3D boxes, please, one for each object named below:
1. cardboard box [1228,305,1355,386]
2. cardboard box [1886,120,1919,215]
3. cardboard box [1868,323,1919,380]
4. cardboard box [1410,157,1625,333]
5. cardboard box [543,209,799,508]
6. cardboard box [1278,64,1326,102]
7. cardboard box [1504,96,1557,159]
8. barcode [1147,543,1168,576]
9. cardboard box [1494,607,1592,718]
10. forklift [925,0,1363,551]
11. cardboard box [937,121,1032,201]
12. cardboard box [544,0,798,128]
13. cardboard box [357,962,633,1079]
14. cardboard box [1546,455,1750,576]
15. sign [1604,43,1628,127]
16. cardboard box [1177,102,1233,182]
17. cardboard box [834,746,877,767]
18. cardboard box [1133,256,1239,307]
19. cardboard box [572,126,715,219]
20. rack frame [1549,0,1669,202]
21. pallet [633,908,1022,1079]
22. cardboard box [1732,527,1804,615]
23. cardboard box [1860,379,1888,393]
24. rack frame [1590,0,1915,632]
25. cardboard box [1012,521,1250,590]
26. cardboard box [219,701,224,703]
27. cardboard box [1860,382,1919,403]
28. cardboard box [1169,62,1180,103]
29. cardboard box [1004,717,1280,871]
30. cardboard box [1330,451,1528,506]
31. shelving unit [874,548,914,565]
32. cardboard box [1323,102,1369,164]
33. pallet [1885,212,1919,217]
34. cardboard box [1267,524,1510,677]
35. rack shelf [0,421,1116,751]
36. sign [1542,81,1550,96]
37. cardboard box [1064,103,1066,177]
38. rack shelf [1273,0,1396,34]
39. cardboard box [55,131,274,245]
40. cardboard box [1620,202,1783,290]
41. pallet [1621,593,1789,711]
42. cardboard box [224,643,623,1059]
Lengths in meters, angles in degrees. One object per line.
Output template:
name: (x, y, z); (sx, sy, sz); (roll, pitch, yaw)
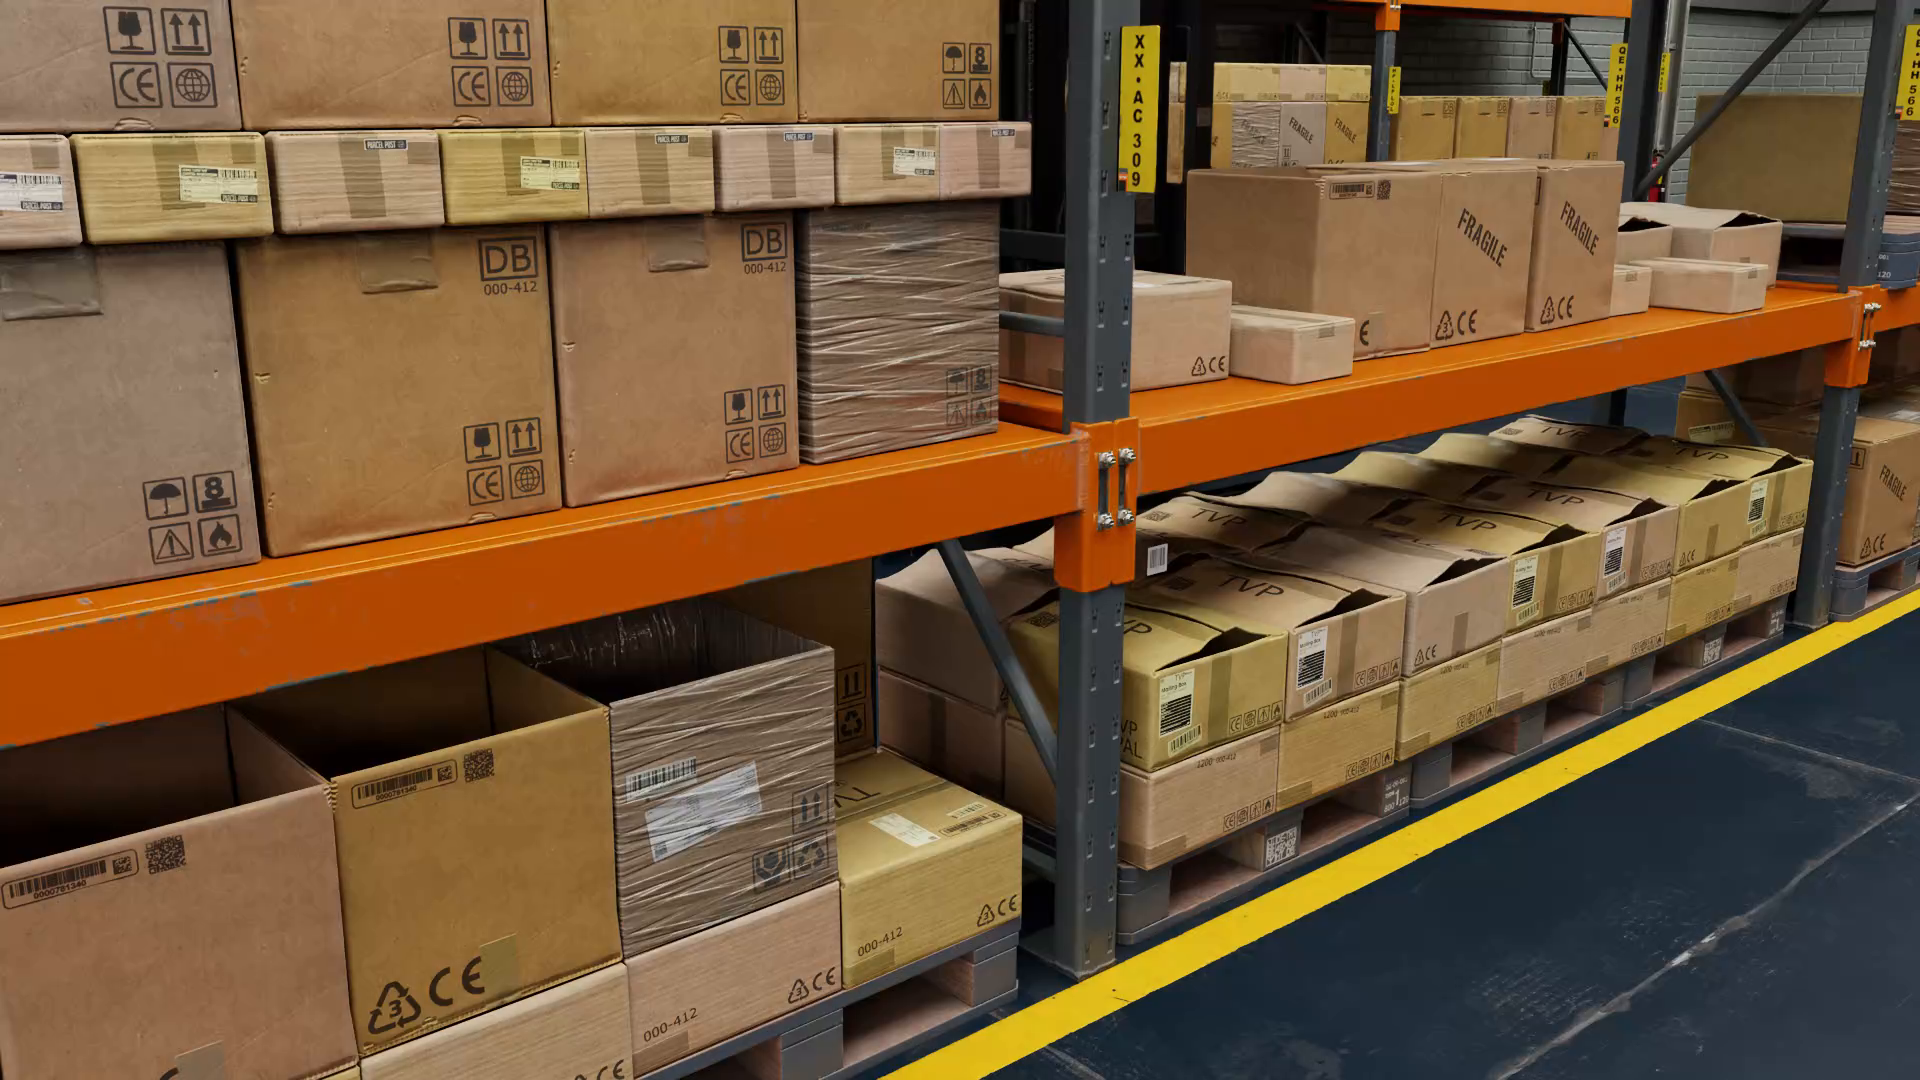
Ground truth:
cardboard box: (0.800, -0.512, 4.343); (0.250, 0.149, 0.380); (-13, 19, -39)
cardboard box: (4.231, -1.699, 7.289); (0.500, 0.500, 0.700); (-9, 17, -29)
cardboard box: (4.375, -0.957, 8.058); (0.500, 0.250, 0.500); (-13, 20, -40)
cardboard box: (1.759, -0.962, 5.345); (0.500, 0.500, 0.500); (-14, 20, -42)
cardboard box: (-0.727, -0.405, 3.259); (0.500, 0.500, 0.700); (-13, 20, -40)
cardboard box: (2.201, -3.193, 11.628); (0.500, 0.250, 0.500); (-12, 19, -38)
cardboard box: (4.294, -3.324, 13.800); (0.700, 0.700, 0.980); (-14, 20, -42)
barcode: (0.463, 0.046, 3.898); (0.075, 0.075, 0.001); (-13, 19, -39)
cardboard box: (1.624, 0.321, 5.249); (0.500, 0.250, 0.500); (-12, 19, -38)
forklift: (0.945, -1.592, 8.029); (3.031, 2.935, 1.130); (-11, 19, -37)
cardboard box: (-0.068, -0.797, 3.472); (0.250, 0.149, 0.380); (-13, 20, -39)
cardboard box: (-0.714, -1.036, 3.110); (0.500, 0.500, 0.700); (-13, 20, -39)
cardboard box: (-0.961, 0.894, 3.107); (0.500, 0.250, 0.500); (-13, 19, -39)
cardboard box: (2.393, -0.121, 5.816); (0.500, 0.311, 0.500); (-13, 20, -40)
sign: (2.651, -1.826, 6.684); (0.005, 0.325, 0.100); (-13, 19, -39)
cardboard box: (1.458, -2.659, 11.085); (0.500, 0.500, 0.500); (-12, 19, -38)
cardboard box: (-0.552, 0.622, 4.125); (0.500, 0.250, 0.500); (-13, 19, -39)
cardboard box: (0.540, -0.643, 4.606); (0.258, 0.266, 0.396); (-13, 20, -41)
cardboard box: (-0.649, -0.666, 2.982); (0.250, 0.149, 0.380); (-13, 20, -39)
rack frame: (5.795, -3.520, 15.116); (0.127, 3.000, 1.000); (-13, 19, -39)
pallet: (-0.630, 0.950, 3.783); (1.213, 0.211, 1.003); (-13, 19, -39)
cardboard box: (2.778, 0.061, 6.223); (0.500, 0.250, 0.500); (-12, 19, -38)
cardboard box: (3.957, -0.498, 7.792); (0.500, 0.500, 0.500); (-14, 20, -41)
rack frame: (3.015, -1.201, 6.434); (0.127, 3.000, 1.000); (-13, 19, -39)
cardboard box: (0.503, 0.117, 4.926); (0.500, 0.311, 0.500); (-12, 19, -38)
cardboard box: (-1.313, 0.427, 3.401); (0.500, 0.500, 0.500); (-13, 19, -39)
cardboard box: (4.318, -0.401, 7.431); (0.500, 0.500, 0.500); (-13, 20, -40)
cardboard box: (1.051, -2.932, 10.653); (0.500, 0.250, 0.500); (-12, 19, -39)
cardboard box: (0.464, 0.582, 4.273); (0.500, 0.250, 0.500); (-13, 20, -41)
cardboard box: (1.650, -0.138, 5.883); (0.500, 0.311, 0.500); (-13, 20, -41)
shelving unit: (-0.356, -0.508, 7.328); (0.189, 1.200, 0.258); (-11, 19, -37)
cardboard box: (2.595, -2.917, 12.049); (0.500, 0.500, 0.500); (-13, 20, -40)
pallet: (4.479, -1.439, 7.696); (1.213, 0.211, 1.003); (-13, 19, -39)
cardboard box: (1.243, 0.138, 4.849); (0.500, 0.311, 0.500); (-14, 20, -41)
rack shelf: (-1.512, 0.163, 2.722); (4.000, 0.370, 1.077); (-13, 19, -39)
sign: (5.435, -4.086, 15.402); (0.005, 0.325, 0.100); (-13, 19, -39)
cardboard box: (0.294, -2.399, 10.110); (0.500, 0.500, 0.500); (-12, 19, -38)
rack shelf: (1.269, -3.605, 11.016); (4.000, 0.370, 1.077); (-13, 19, -39)
cardboard box: (-1.225, -0.537, 2.497); (0.250, 0.149, 0.380); (-12, 19, -38)
cardboard box: (2.711, -1.105, 6.247); (0.500, 0.311, 0.500); (-11, 19, -36)
pallet: (2.368, 0.278, 6.300); (1.213, 0.211, 1.003); (-13, 19, -39)
cardboard box: (-0.969, 0.529, 3.019); (0.500, 0.500, 0.500); (-13, 19, -39)
